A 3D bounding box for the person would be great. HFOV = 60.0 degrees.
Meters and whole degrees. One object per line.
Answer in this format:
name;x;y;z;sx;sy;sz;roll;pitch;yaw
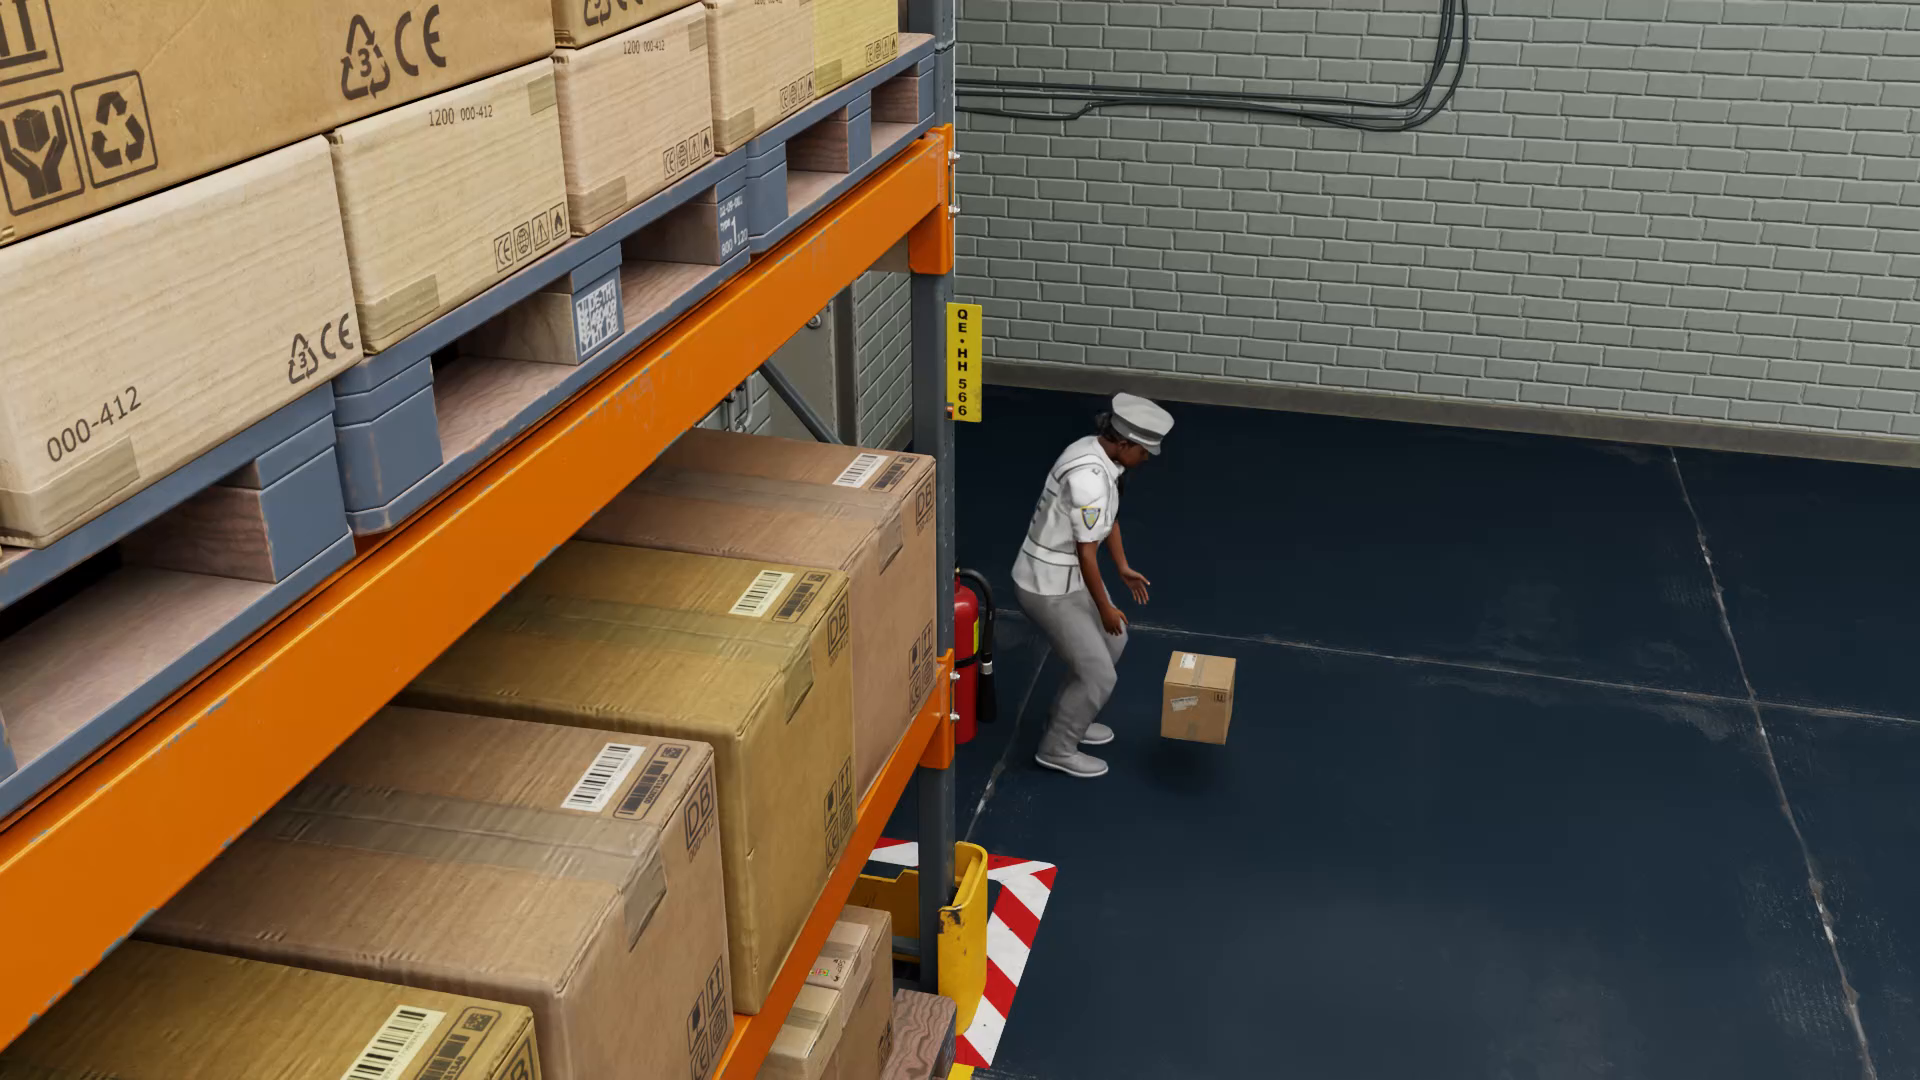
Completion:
person;3.847;2.666;0.820;10.303;1.846;10.565;7;26;14
